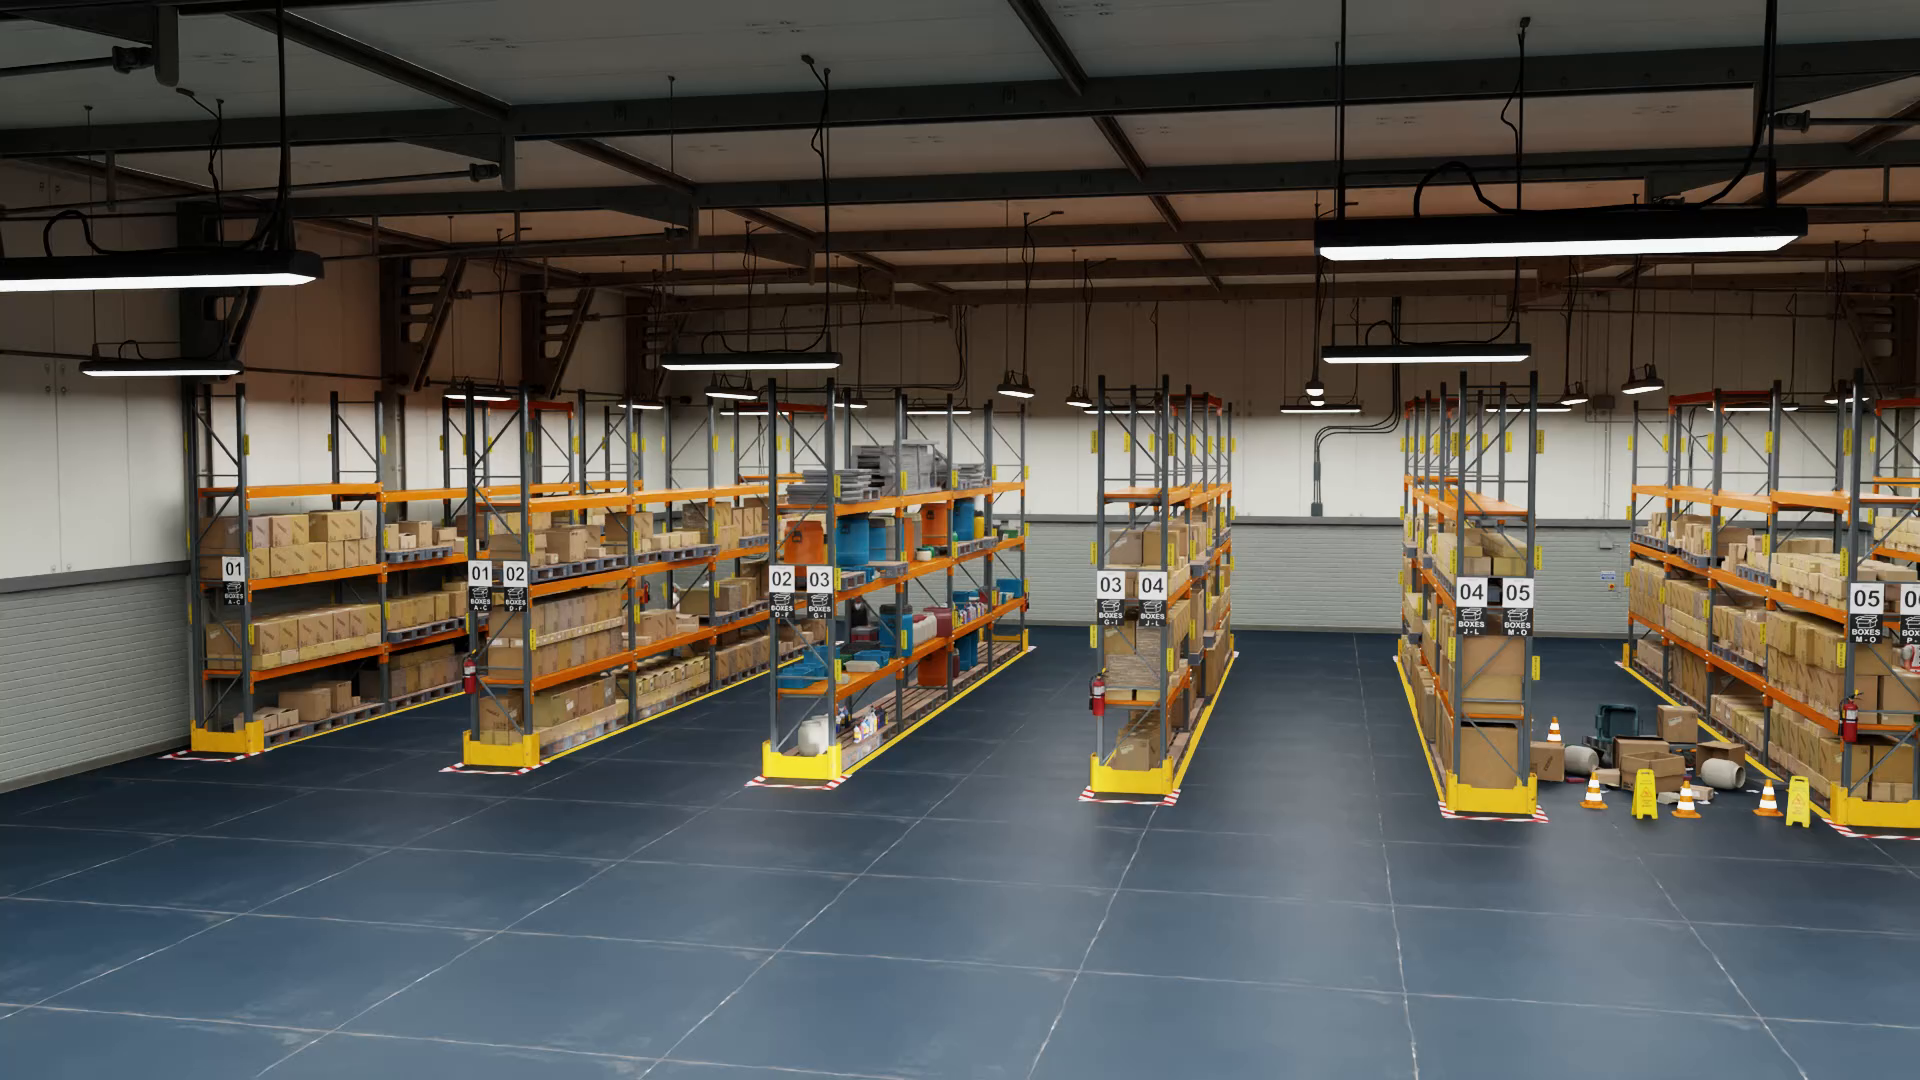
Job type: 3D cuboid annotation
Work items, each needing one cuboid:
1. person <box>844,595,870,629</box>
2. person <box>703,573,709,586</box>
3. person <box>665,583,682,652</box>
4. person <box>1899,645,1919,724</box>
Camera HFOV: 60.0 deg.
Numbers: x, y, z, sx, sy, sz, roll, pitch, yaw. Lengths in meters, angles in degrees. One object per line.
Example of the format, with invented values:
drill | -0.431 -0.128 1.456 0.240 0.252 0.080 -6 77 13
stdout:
person | -2.374 1.978 38.230 0.548 1.667 1.084 1 3 9
person | -6.528 1.668 43.322 0.431 1.682 0.510 0 3 8
person | -6.984 1.879 40.282 0.508 1.684 0.519 -3 4 -41
person | 16.671 2.457 29.083 0.510 1.806 0.543 0 3 0
